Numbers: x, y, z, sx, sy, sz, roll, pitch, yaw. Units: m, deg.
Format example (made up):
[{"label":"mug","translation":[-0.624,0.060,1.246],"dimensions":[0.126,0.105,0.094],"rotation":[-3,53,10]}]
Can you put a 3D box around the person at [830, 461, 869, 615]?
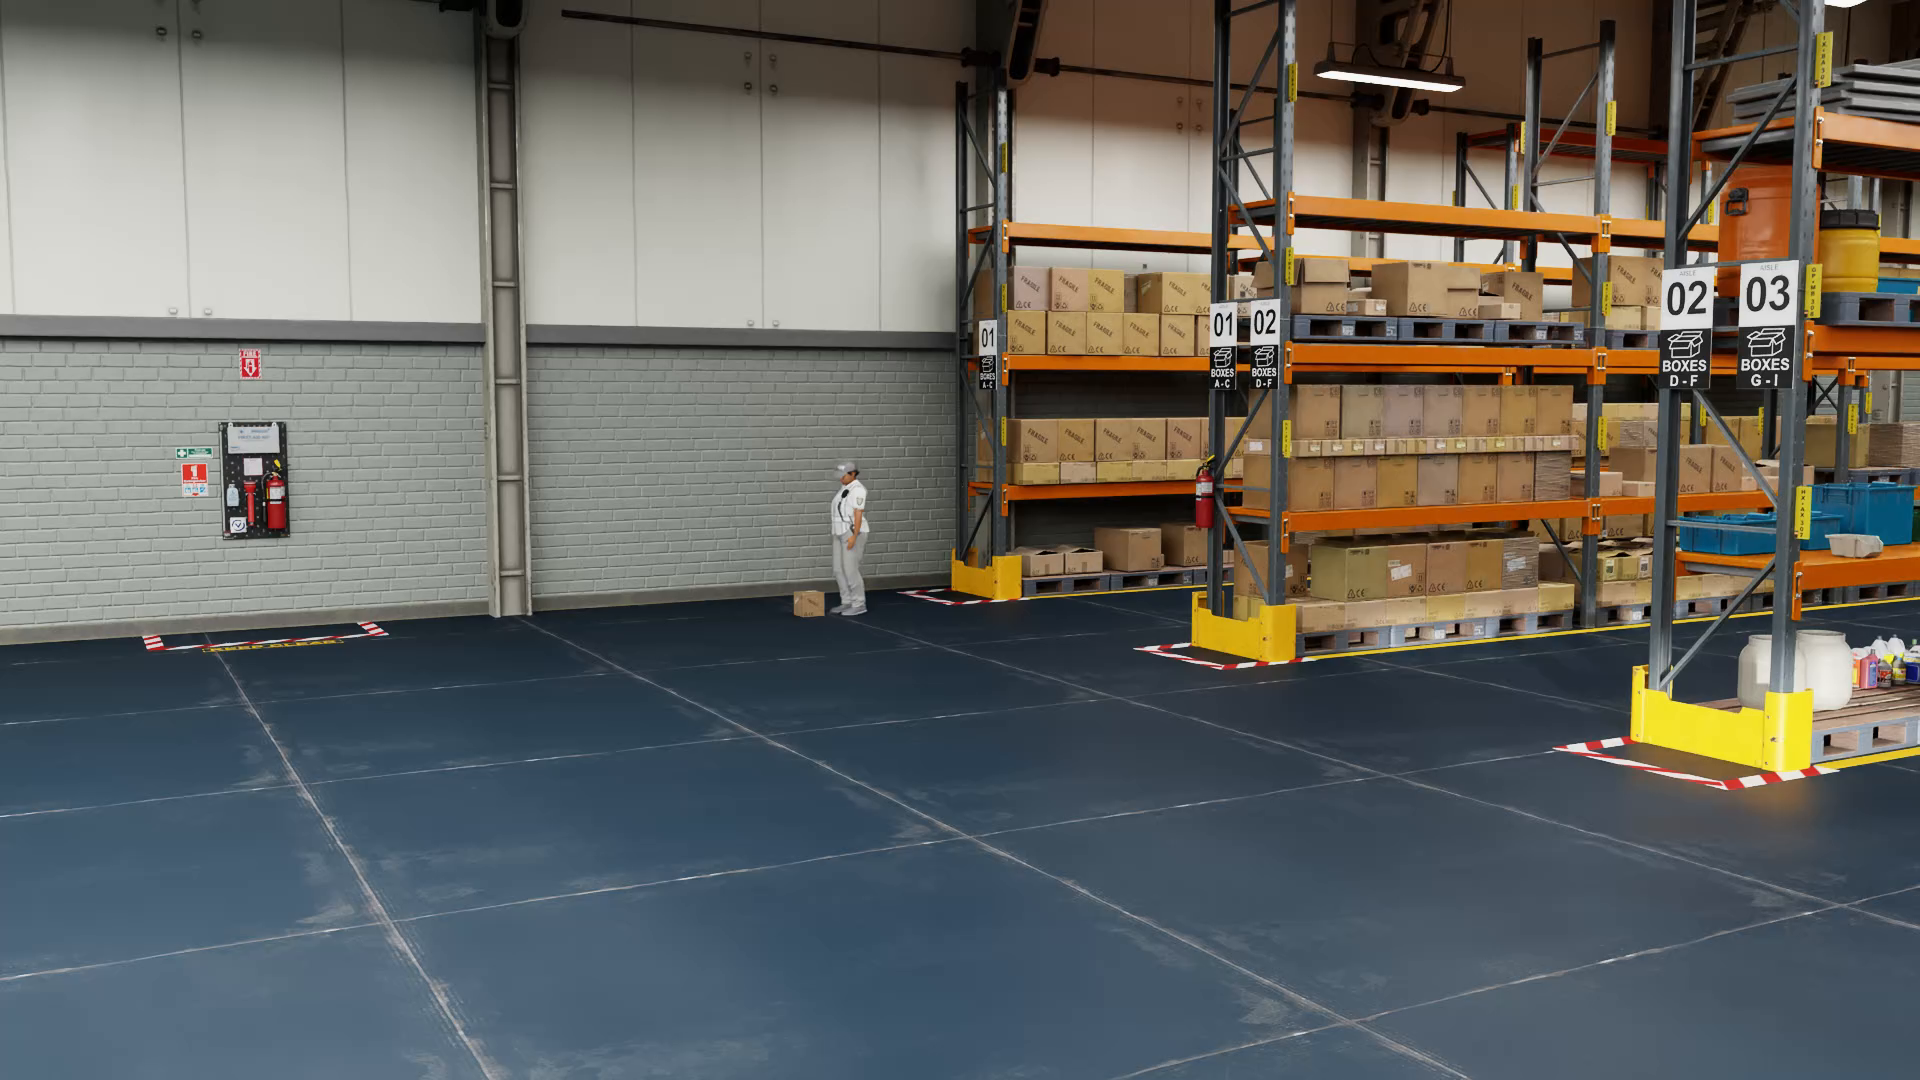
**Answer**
[{"label":"person","translation":[-1.188,-0.026,17.911],"dimensions":[0.394,1.653,0.476],"rotation":[-3,6,-28]}]
